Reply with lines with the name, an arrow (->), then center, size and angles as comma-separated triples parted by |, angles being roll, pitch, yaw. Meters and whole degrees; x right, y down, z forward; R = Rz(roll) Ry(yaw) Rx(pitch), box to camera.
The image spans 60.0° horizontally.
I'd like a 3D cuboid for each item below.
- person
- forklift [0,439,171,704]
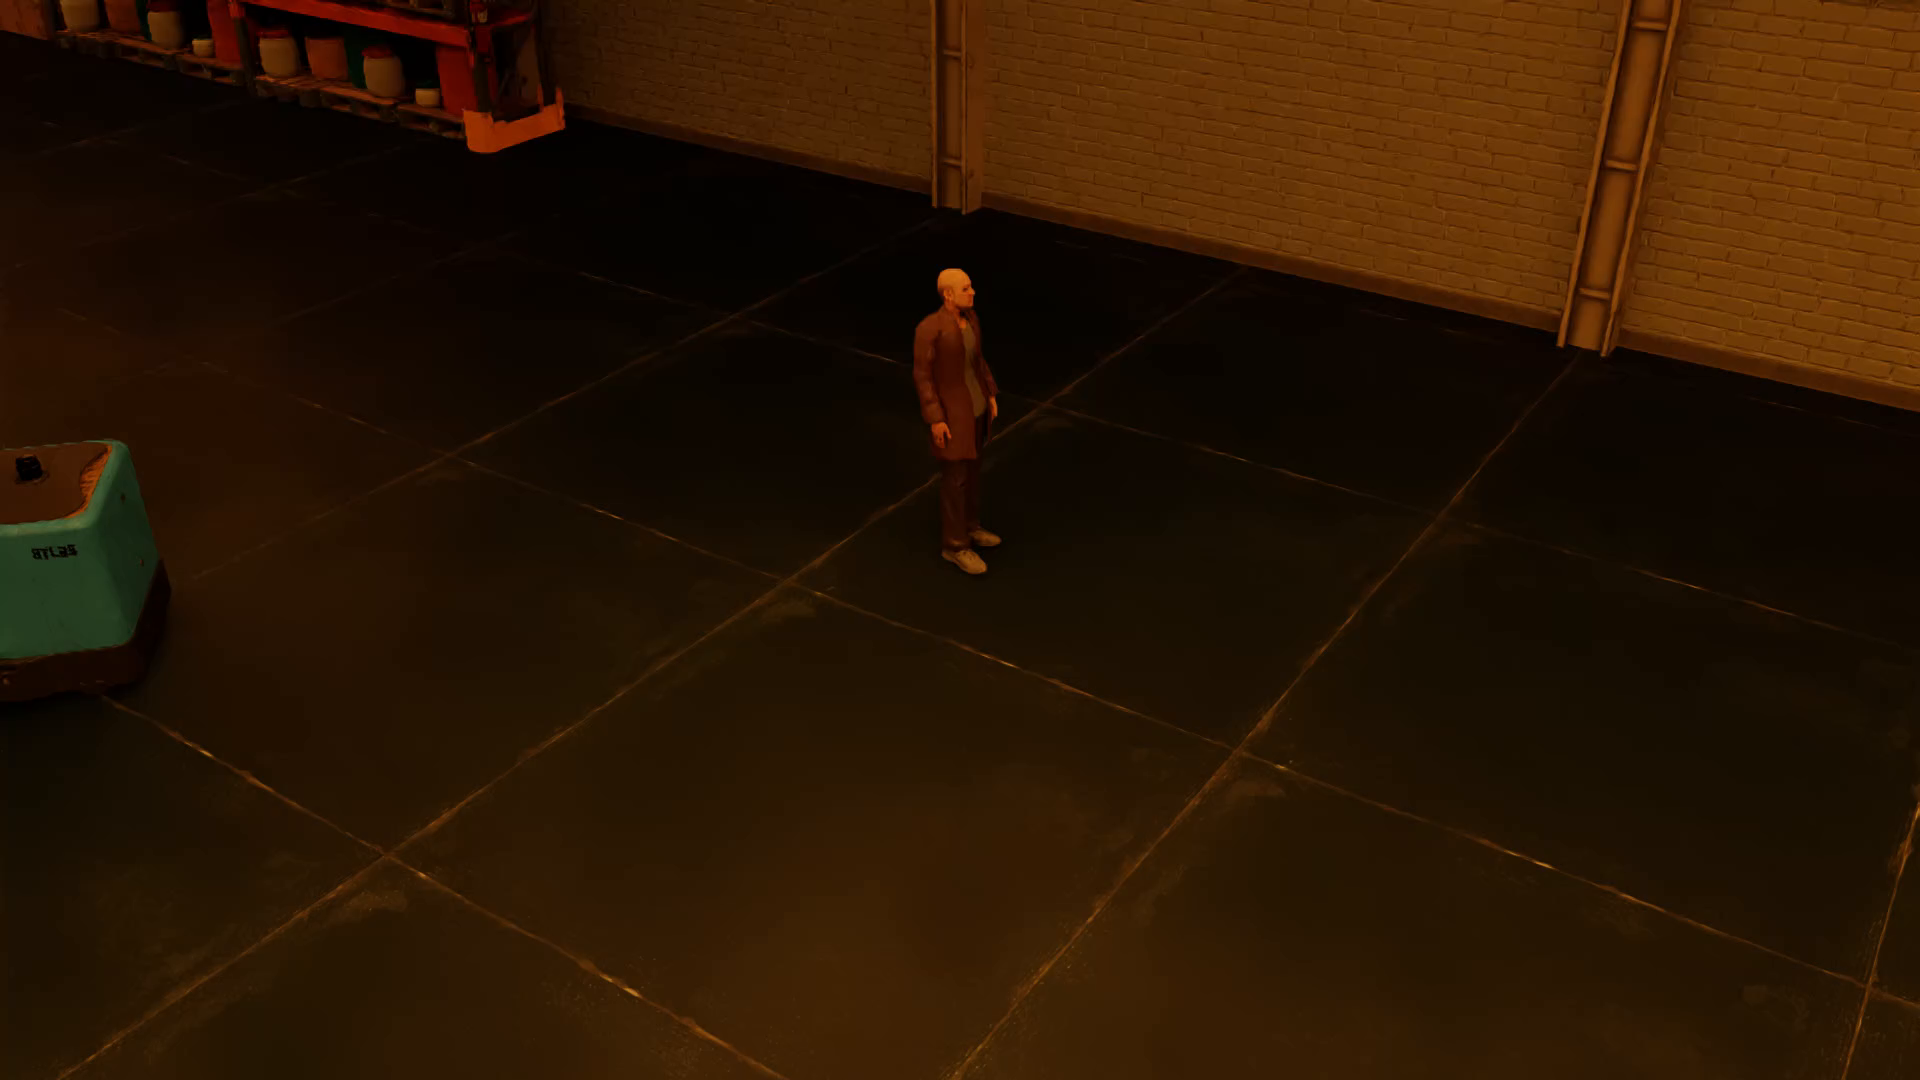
person -> 0.073, -0.747, 10.003 | 0.580, 1.776, 0.694 | 19, 35, 29
forklift -> -6.034, -0.512, 8.463 | 3.031, 2.935, 1.130 | -7, 31, -12
